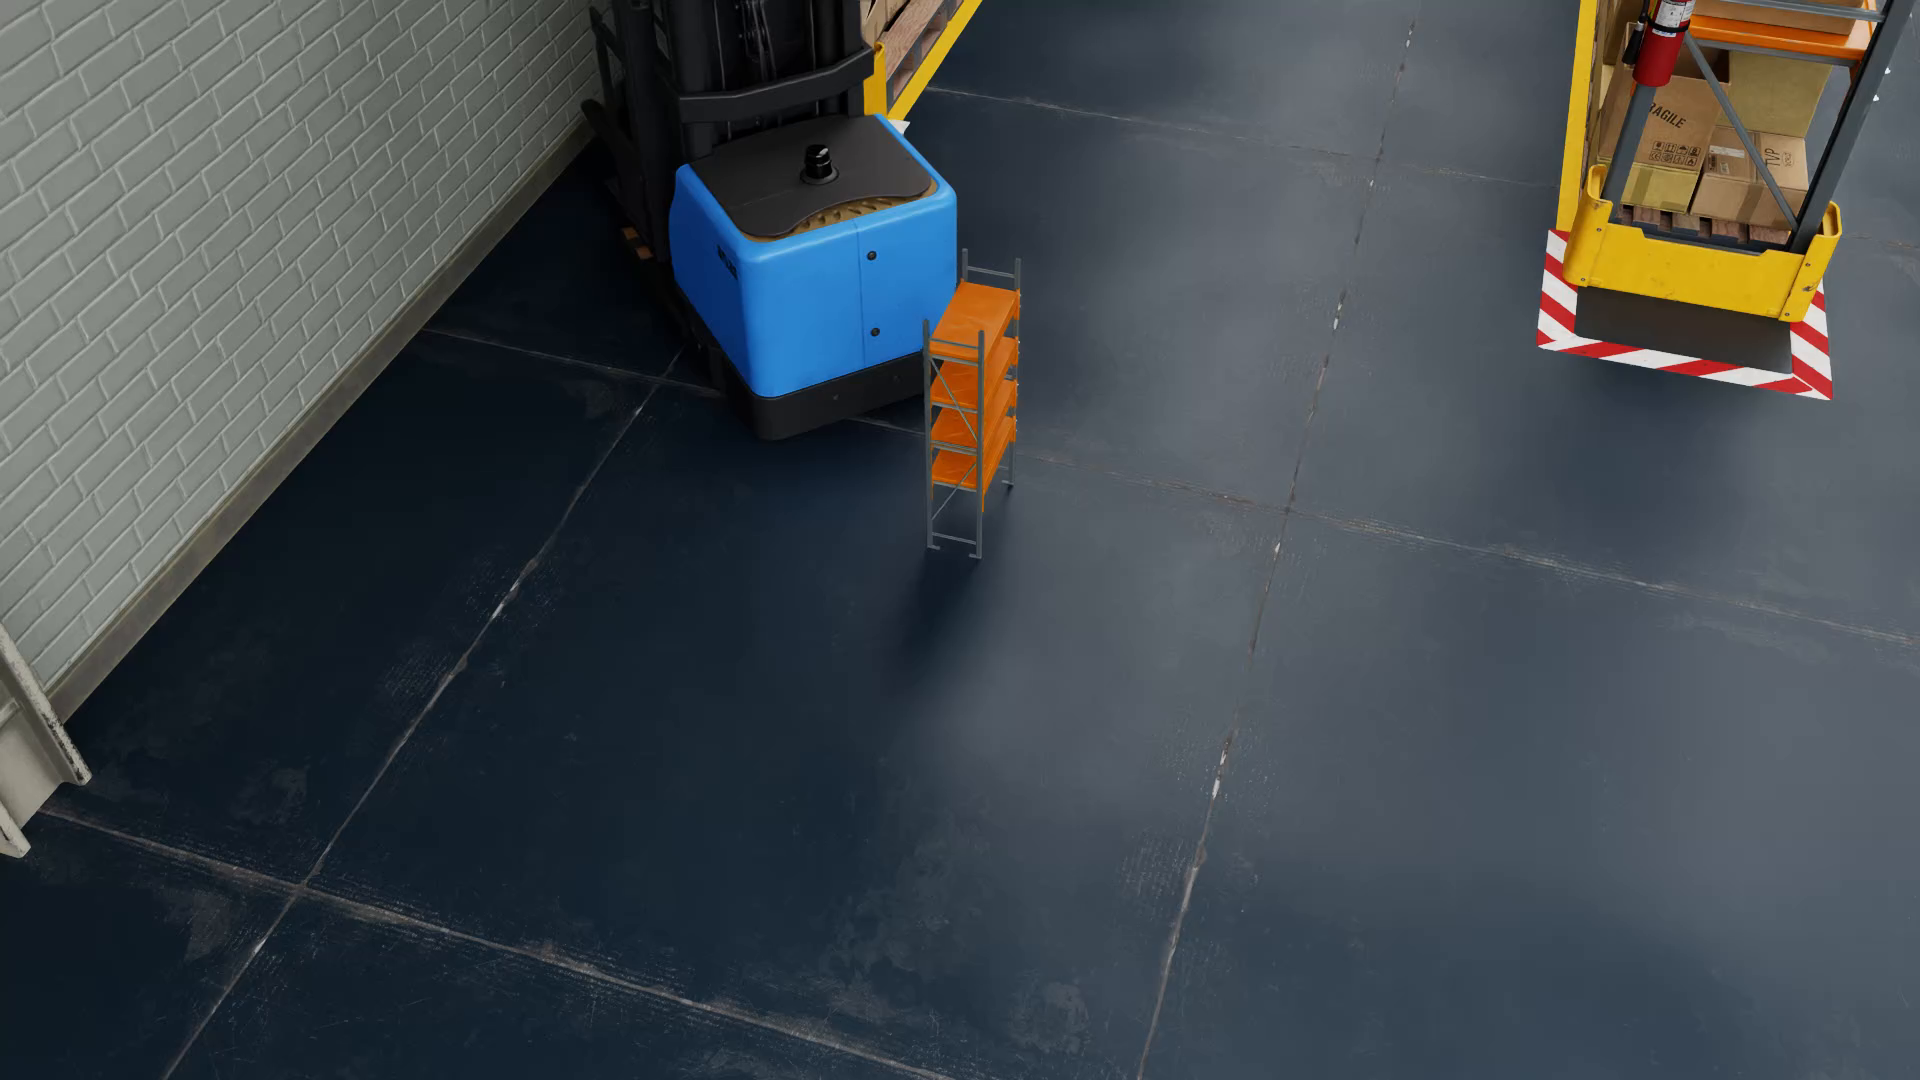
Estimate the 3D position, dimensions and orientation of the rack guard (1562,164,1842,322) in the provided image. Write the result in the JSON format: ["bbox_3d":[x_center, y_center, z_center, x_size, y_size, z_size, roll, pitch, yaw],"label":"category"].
[{"bbox_3d":[3.682,-1.485,8.309,1.175,0.500,0.348,13,46,13],"label":"rack guard"}]

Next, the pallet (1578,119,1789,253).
[{"bbox_3d":[3.881,-1.917,8.957,1.003,0.211,1.213,13,46,13],"label":"pallet"}]

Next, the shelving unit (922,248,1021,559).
[{"bbox_3d":[0.050,-0.539,6.842,0.258,1.200,0.503,13,46,12],"label":"shelving unit"}]

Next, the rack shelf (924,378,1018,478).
[{"bbox_3d":[0.050,-0.491,6.889,0.258,0.148,0.480,13,46,12],"label":"rack shelf"}]

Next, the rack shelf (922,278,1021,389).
[{"bbox_3d":[0.050,-0.820,6.567,0.258,0.148,0.480,13,46,12],"label":"rack shelf"}]

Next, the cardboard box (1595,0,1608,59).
[{"bbox_3d":[4.013,-2.984,9.720,0.500,0.250,0.500,13,46,13],"label":"cardboard box"}]

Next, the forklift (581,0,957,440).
[{"bbox_3d":[-1.130,-2.526,7.635,1.130,2.935,3.031,-20,48,-19],"label":"forklift"}]

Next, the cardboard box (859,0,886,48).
[{"bbox_3d":[-0.738,-3.080,9.759,0.500,0.311,0.500,8,45,8],"label":"cardboard box"}]

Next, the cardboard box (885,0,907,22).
[{"bbox_3d":[-0.565,-3.460,10.148,0.500,0.311,0.500,16,47,16],"label":"cardboard box"}]

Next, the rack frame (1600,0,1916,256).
[{"bbox_3d":[3.689,-2.395,7.451,1.000,3.000,0.127,13,46,13],"label":"rack frame"}]

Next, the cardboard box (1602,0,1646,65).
[{"bbox_3d":[3.857,-2.920,9.118,0.500,0.500,0.500,13,46,13],"label":"cardboard box"}]

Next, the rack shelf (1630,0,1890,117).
[{"bbox_3d":[4.295,-3.471,9.065,1.077,0.370,4.000,13,46,13],"label":"rack shelf"}]

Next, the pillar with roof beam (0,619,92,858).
[{"bbox_3d":[0.640,-1.324,2.068,9.100,9.000,0.400,13,46,13],"label":"pillar with roof beam"}]

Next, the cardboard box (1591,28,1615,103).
[{"bbox_3d":[3.859,-2.652,9.380,0.500,0.250,0.500,13,46,13],"label":"cardboard box"}]

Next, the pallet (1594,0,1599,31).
[{"bbox_3d":[4.620,-3.543,10.619,1.003,0.211,1.213,13,46,13],"label":"pallet"}]

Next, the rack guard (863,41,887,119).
[{"bbox_3d":[-1.010,-2.599,9.447,1.175,0.500,0.348,13,46,13],"label":"rack guard"}]

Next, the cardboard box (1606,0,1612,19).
[{"bbox_3d":[4.009,-3.253,9.458,0.500,0.500,0.500,13,46,13],"label":"cardboard box"}]

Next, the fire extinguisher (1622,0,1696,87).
[{"bbox_3d":[3.210,-2.387,7.499,0.296,0.674,0.183,13,46,13],"label":"fire extinguisher"}]

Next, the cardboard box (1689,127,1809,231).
[{"bbox_3d":[4.063,-1.872,8.583,0.500,0.250,0.500,13,46,13],"label":"cardboard box"}]

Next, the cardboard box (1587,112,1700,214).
[{"bbox_3d":[3.570,-1.982,8.696,0.500,0.250,0.500,13,46,13],"label":"cardboard box"}]

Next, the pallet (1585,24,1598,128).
[{"bbox_3d":[4.252,-2.727,9.785,1.003,0.211,1.213,13,46,13],"label":"pallet"}]

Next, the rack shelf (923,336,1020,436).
[{"bbox_3d":[0.050,-0.651,6.733,0.258,0.148,0.480,13,46,12],"label":"rack shelf"}]

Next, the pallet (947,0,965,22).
[{"bbox_3d":[-0.359,-3.840,10.922,1.003,0.211,1.213,13,46,13],"label":"pallet"}]

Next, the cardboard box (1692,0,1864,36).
[{"bbox_3d":[3.843,-2.739,7.732,0.700,0.500,0.500,13,46,13],"label":"cardboard box"}]

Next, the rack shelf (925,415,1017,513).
[{"bbox_3d":[0.050,-0.349,7.028,0.258,0.148,0.480,13,46,12],"label":"rack shelf"}]

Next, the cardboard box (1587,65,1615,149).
[{"bbox_3d":[3.710,-2.318,9.039,0.500,0.250,0.500,13,46,13],"label":"cardboard box"}]

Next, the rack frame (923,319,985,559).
[{"bbox_3d":[-0.024,-0.377,6.676,0.240,1.200,0.015,13,46,12],"label":"rack frame"}]

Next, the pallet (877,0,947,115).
[{"bbox_3d":[-0.731,-3.029,10.094,1.003,0.211,1.213,13,46,13],"label":"pallet"}]

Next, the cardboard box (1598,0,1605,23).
[{"bbox_3d":[4.158,-3.319,10.062,0.500,0.250,0.500,13,46,13],"label":"cardboard box"}]

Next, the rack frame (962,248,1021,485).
[{"bbox_3d":[0.124,-0.702,7.008,0.240,1.200,0.015,13,46,12],"label":"rack frame"}]

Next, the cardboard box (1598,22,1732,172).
[{"bbox_3d":[3.568,-2.251,8.434,0.500,0.500,0.500,13,46,13],"label":"cardboard box"}]

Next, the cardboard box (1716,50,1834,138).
[{"bbox_3d":[4.213,-2.474,8.662,0.500,0.500,0.500,13,46,13],"label":"cardboard box"}]

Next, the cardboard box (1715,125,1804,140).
[{"bbox_3d":[4.211,-2.206,8.925,0.500,0.250,0.500,13,46,13],"label":"cardboard box"}]
